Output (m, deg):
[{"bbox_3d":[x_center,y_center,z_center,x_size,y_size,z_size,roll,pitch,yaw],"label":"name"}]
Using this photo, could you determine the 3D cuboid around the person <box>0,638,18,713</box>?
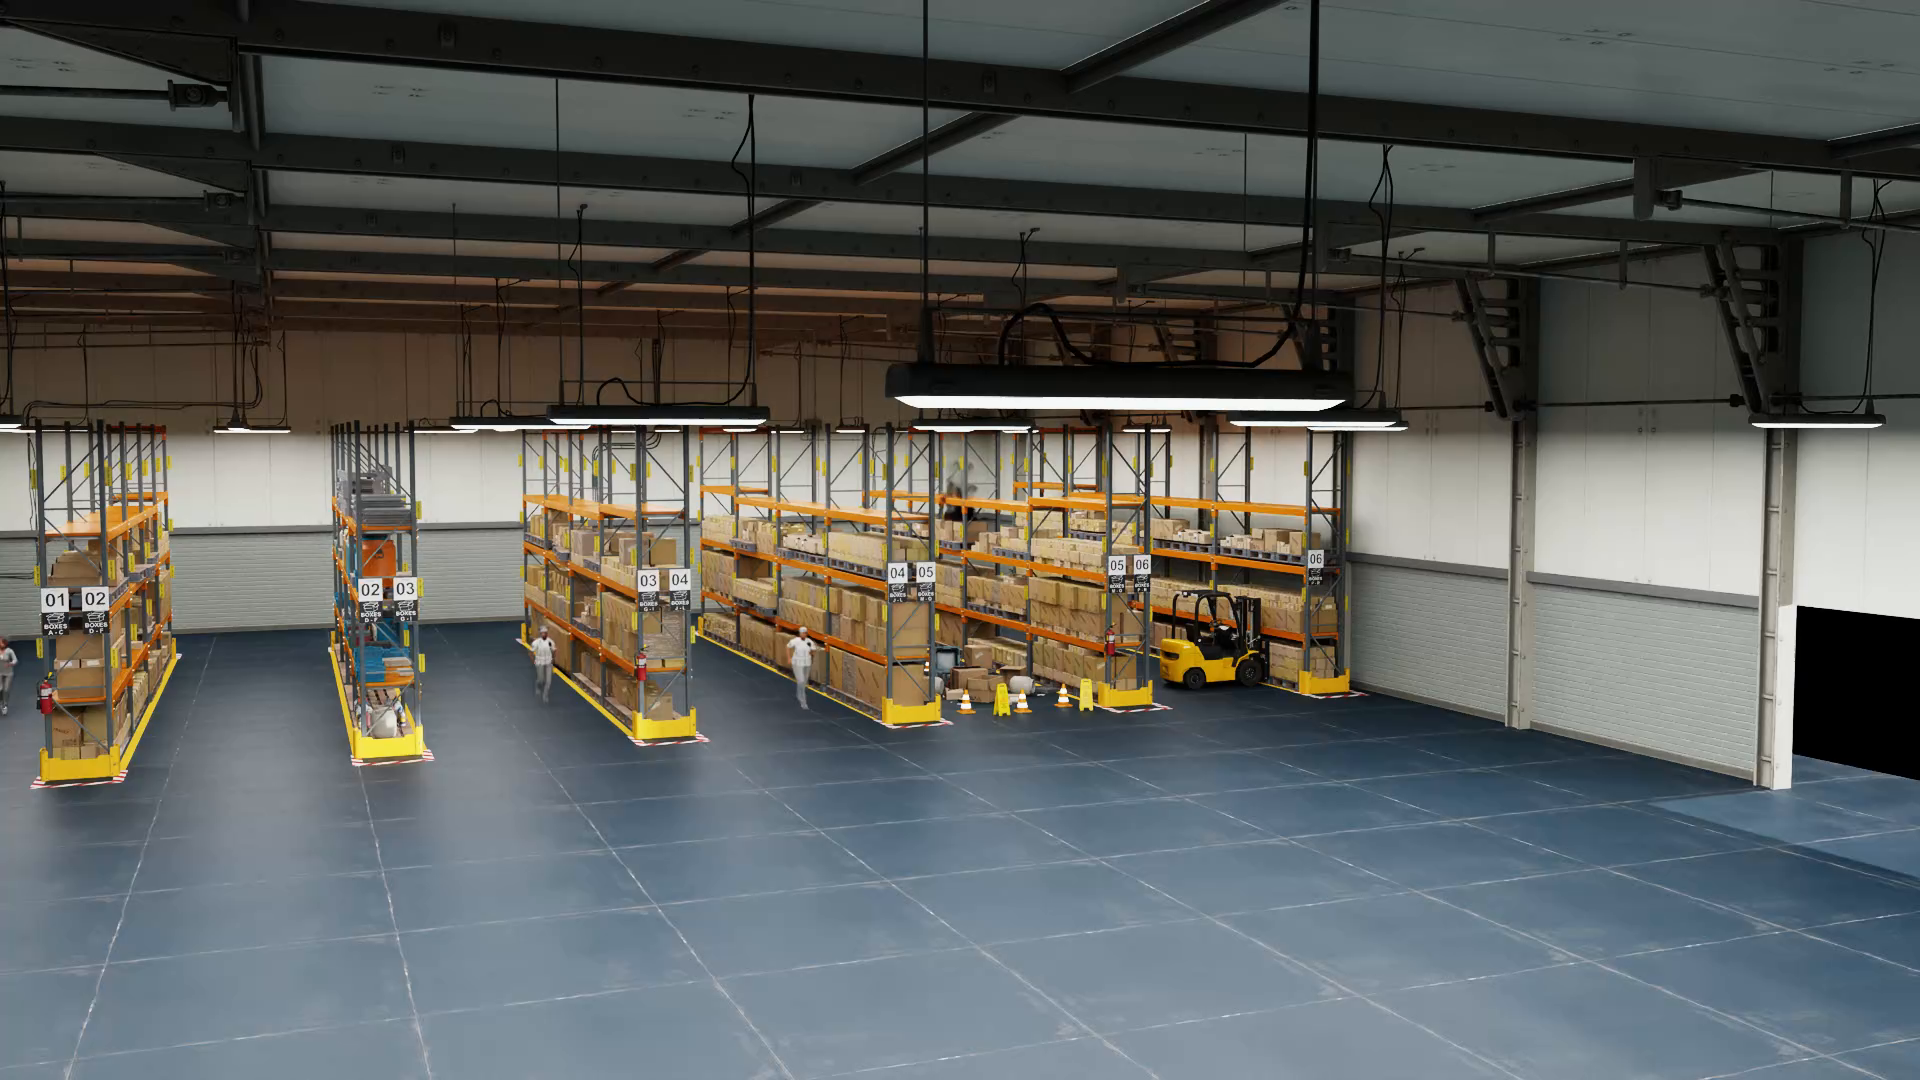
[{"bbox_3d":[-19.667,2.799,34.202,0.512,1.565,0.631,-2,4,-24],"label":"person"}]

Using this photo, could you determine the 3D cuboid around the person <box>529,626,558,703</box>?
[{"bbox_3d":[-8.945,2.665,35.755,0.562,1.651,0.563,-2,4,-26],"label":"person"}]

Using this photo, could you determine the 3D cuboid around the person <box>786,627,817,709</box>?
[{"bbox_3d":[-3.350,2.681,35.239,0.580,1.711,0.855,-2,4,-28],"label":"person"}]
